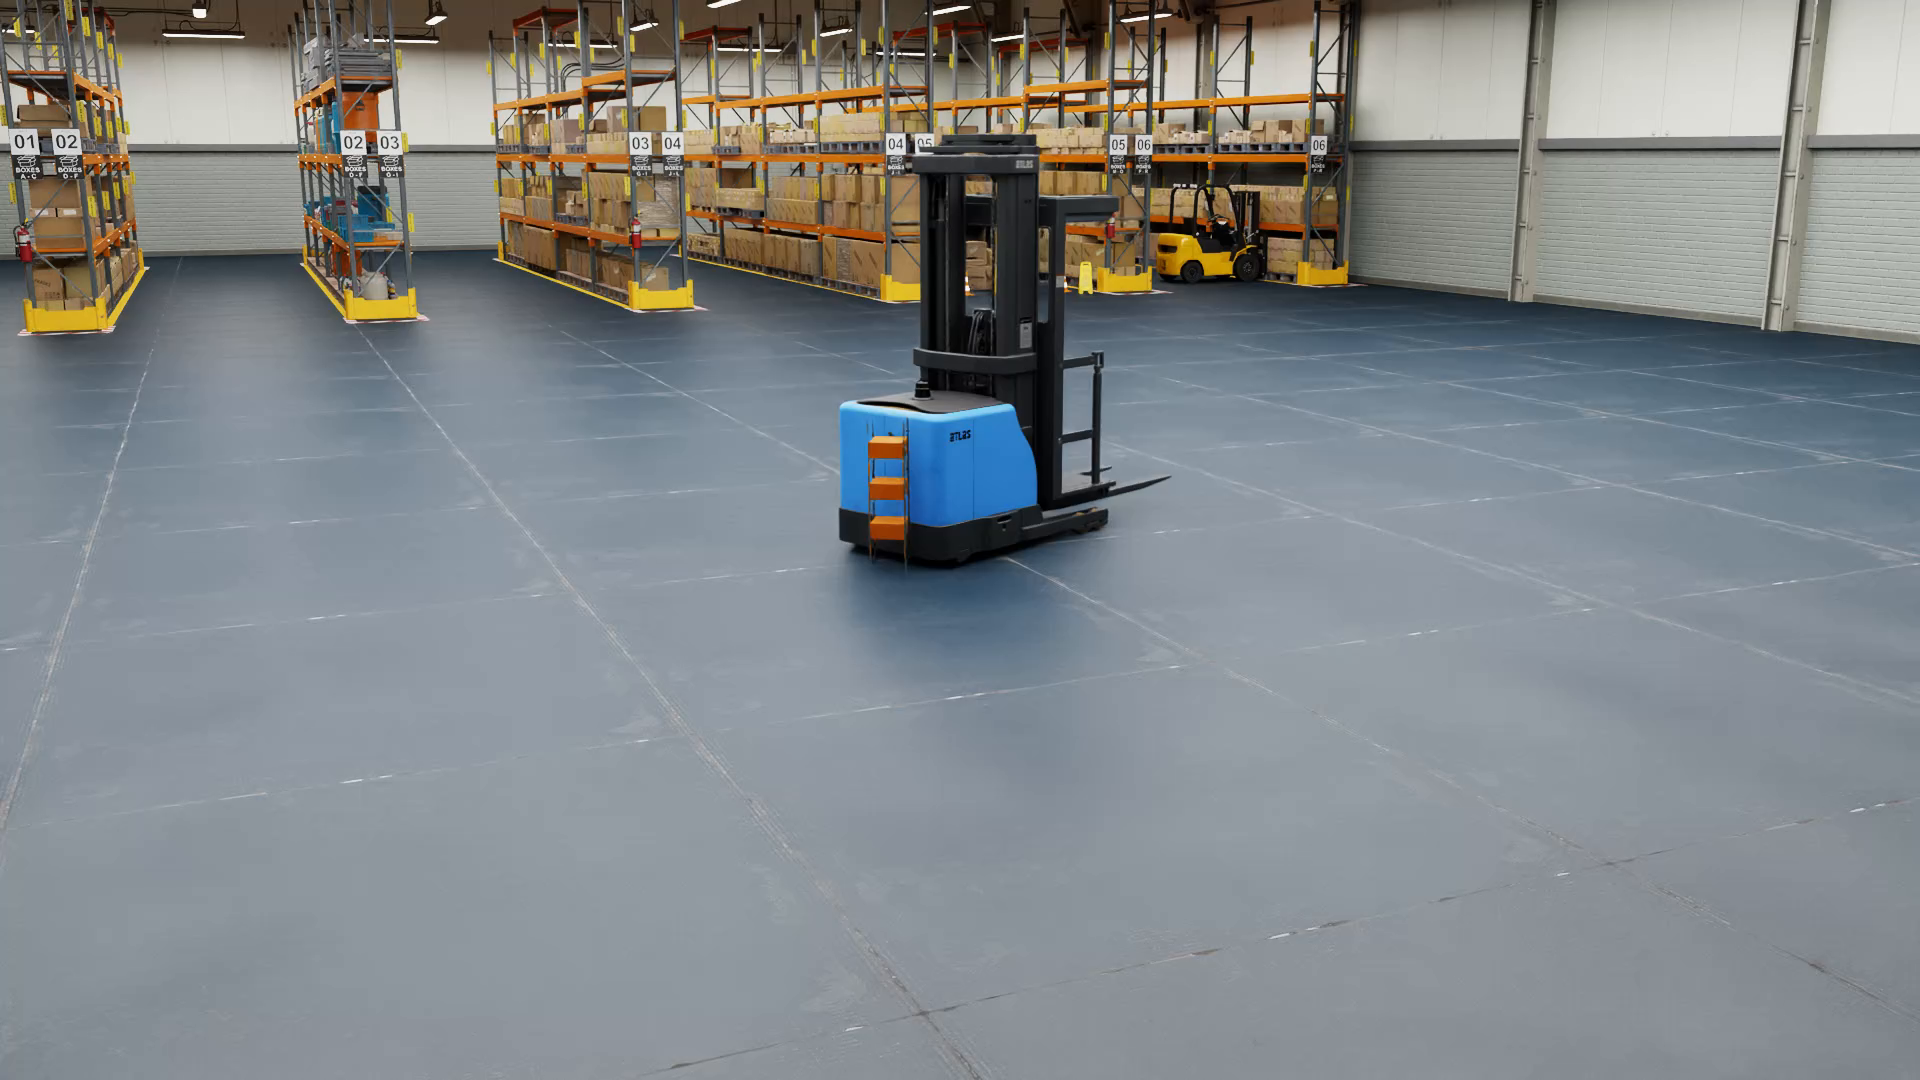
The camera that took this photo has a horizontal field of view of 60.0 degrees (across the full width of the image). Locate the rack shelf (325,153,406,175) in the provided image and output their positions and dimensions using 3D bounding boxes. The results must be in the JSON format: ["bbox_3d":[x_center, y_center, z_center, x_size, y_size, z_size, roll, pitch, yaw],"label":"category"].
[{"bbox_3d":[-10.918,-6.893,30.445,1.077,0.370,4.000,-6,14,-23],"label":"rack shelf"}]

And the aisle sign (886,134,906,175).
[{"bbox_3d":[-1.240,-7.469,32.222,0.394,0.787,0.004,-6,14,-23],"label":"aisle sign"}]

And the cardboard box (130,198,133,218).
[{"bbox_3d":[-20.231,-7.999,40.056,0.500,0.500,0.500,-6,14,-23],"label":"cardboard box"}]

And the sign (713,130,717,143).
[{"bbox_3d":[-6.294,-10.386,42.792,0.100,0.325,0.005,-6,14,-23],"label":"sign"}]

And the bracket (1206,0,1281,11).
[{"bbox_3d":[7.072,-12.649,39.081,0.076,0.066,4.783,-6,14,-23],"label":"bracket"}]

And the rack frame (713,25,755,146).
[{"bbox_3d":[-5.800,-11.646,42.731,1.000,3.000,0.127,-6,14,-23],"label":"rack frame"}]

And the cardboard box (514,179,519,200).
[{"bbox_3d":[-11.011,-8.908,42.215,0.500,0.500,0.500,-5,14,-22],"label":"cardboard box"}]

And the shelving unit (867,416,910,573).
[{"bbox_3d":[-0.485,-0.308,11.356,0.252,1.050,0.215,2,15,7],"label":"shelving unit"}]

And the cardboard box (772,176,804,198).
[{"bbox_3d":[-4.027,-8.339,39.308,0.700,0.500,0.500,-6,14,-23],"label":"cardboard box"}]

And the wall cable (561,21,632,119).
[{"bbox_3d":[-11.095,-15.092,50.486,2.277,5.999,0.120,-6,14,-23],"label":"wall cable"}]

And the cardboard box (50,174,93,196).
[{"bbox_3d":[-16.076,-6.339,30.007,0.700,0.500,0.500,-6,14,-23],"label":"cardboard box"}]

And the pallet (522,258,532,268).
[{"bbox_3d":[-10.618,-7.102,42.586,1.003,0.211,1.213,-6,14,-23],"label":"pallet"}]

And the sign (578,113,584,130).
[{"bbox_3d":[-7.688,-8.497,33.760,0.100,0.325,0.005,-6,14,-23],"label":"sign"}]

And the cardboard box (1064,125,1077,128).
[{"bbox_3d":[3.042,-11.485,46.516,0.396,0.266,0.258,-6,14,-24],"label":"cardboard box"}]

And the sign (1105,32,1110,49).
[{"bbox_3d":[2.985,-10.121,33.719,0.100,0.325,0.005,-6,14,-23],"label":"sign"}]

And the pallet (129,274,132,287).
[{"bbox_3d":[-18.611,-5.626,36.212,1.003,0.211,1.213,-6,14,-23],"label":"pallet"}]

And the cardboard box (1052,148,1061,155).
[{"bbox_3d":[2.236,-8.516,36.419,0.380,0.149,0.250,-6,14,-24],"label":"cardboard box"}]

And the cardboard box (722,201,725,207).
[{"bbox_3d":[-5.851,-8.574,42.387,0.380,0.149,0.250,-6,14,-23],"label":"cardboard box"}]

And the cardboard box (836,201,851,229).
[{"bbox_3d":[-2.087,-6.834,34.914,0.875,0.550,0.550,-6,14,-23],"label":"cardboard box"}]

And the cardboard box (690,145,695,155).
[{"bbox_3d":[-7.032,-10.607,45.230,0.500,0.250,0.500,-6,14,-25],"label":"cardboard box"}]

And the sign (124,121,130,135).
[{"bbox_3d":[-20.549,-10.167,41.030,0.100,0.325,0.005,-6,14,-23],"label":"sign"}]

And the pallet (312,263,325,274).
[{"bbox_3d":[-15.254,-6.638,40.585,1.003,0.211,1.213,-6,14,-23],"label":"pallet"}]

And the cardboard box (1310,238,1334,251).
[{"bbox_3d":[8.029,-6.629,37.311,0.500,0.250,0.500,-6,14,-24],"label":"cardboard box"}]

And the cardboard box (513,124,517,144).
[{"bbox_3d":[-10.965,-10.327,42.311,0.700,0.500,0.500,-5,14,-20],"label":"cardboard box"}]

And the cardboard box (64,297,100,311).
[{"bbox_3d":[-14.668,-3.919,27.815,0.500,0.250,0.500,-6,14,-23],"label":"cardboard box"}]

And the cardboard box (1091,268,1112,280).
[{"bbox_3d":[2.922,-5.724,35.618,0.500,0.250,0.500,-6,14,-23],"label":"cardboard box"}]

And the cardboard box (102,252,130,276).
[{"bbox_3d":[-18.407,-6.011,36.257,0.500,0.500,0.500,-6,14,-25],"label":"cardboard box"}]

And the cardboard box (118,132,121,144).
[{"bbox_3d":[-19.633,-9.260,38.298,0.500,0.250,0.500,-6,14,-23],"label":"cardboard box"}]

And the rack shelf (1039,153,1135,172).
[{"bbox_3d":[2.701,-8.236,36.245,1.077,0.370,4.000,-6,14,-23],"label":"rack shelf"}]

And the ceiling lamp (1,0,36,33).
[{"bbox_3d":[-24.364,-14.329,41.380,2.000,3.185,0.800,-6,14,-23],"label":"ceiling lamp"}]

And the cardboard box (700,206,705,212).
[{"bbox_3d":[-6.821,-8.955,44.967,0.380,0.149,0.250,-5,14,-22],"label":"cardboard box"}]

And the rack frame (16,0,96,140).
[{"bbox_3d":[-16.259,-8.672,29.881,1.000,3.000,0.127,-6,14,-23],"label":"rack frame"}]

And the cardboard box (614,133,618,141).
[{"bbox_3d":[-6.305,-7.589,31.304,0.380,0.149,0.250,-6,14,-23],"label":"cardboard box"}]

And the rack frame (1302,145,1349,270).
[{"bbox_3d":[8.048,-7.161,36.658,1.000,3.000,0.127,-6,14,-23],"label":"rack frame"}]

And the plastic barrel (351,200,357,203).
[{"bbox_3d":[-12.858,-7.020,35.747,0.600,0.536,0.708,-6,14,-23],"label":"plastic barrel"}]

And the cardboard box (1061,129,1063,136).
[{"bbox_3d":[2.425,-8.857,36.124,0.380,0.149,0.250,-5,14,-22],"label":"cardboard box"}]

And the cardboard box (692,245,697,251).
[{"bbox_3d":[-7.198,-8.068,45.968,0.380,0.149,0.250,-5,14,-22],"label":"cardboard box"}]

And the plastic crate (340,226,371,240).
[{"bbox_3d":[-10.846,-5.508,29.846,0.499,0.251,0.408,-6,14,-23],"label":"plastic crate"}]

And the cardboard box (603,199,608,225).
[{"bbox_3d":[-6.597,-6.538,33.083,0.875,0.500,0.500,-6,14,-23],"label":"cardboard box"}]

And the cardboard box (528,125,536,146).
[{"bbox_3d":[-10.144,-9.892,40.651,0.700,0.500,0.500,-5,14,-22],"label":"cardboard box"}]

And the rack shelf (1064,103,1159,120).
[{"bbox_3d":[4.043,-11.604,45.034,1.077,0.370,4.000,-6,14,-23],"label":"rack shelf"}]

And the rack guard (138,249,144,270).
[{"bbox_3d":[-21.036,-6.995,41.484,1.175,0.500,0.348,-6,14,-23],"label":"rack guard"}]

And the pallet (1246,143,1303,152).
[{"bbox_3d":[7.296,-8.980,38.061,1.003,0.211,1.213,-6,14,-23],"label":"pallet"}]

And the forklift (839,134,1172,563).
[{"bbox_3d":[0.485,-1.538,12.516,1.130,2.935,3.031,12,17,41],"label":"forklift"}]

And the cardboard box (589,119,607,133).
[{"bbox_3d":[-7.278,-8.465,34.481,0.797,0.503,0.637,-6,14,-26],"label":"cardboard box"}]

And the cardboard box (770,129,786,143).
[{"bbox_3d":[-4.110,-9.398,38.718,0.500,0.311,0.500,-6,14,-23],"label":"cardboard box"}]

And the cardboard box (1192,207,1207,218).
[{"bbox_3d":[6.004,-7.995,40.593,0.500,0.250,0.500,-5,14,-22],"label":"cardboard box"}]

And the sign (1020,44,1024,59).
[{"bbox_3d":[1.393,-10.942,37.267,0.100,0.325,0.005,-6,14,-23],"label":"sign"}]

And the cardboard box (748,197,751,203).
[{"bbox_3d":[-4.921,-8.240,40.285,0.380,0.149,0.250,-5,14,-21],"label":"cardboard box"}]

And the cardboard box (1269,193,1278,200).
[{"bbox_3d":[7.236,-7.784,37.691,0.380,0.149,0.250,-6,14,-25],"label":"cardboard box"}]
